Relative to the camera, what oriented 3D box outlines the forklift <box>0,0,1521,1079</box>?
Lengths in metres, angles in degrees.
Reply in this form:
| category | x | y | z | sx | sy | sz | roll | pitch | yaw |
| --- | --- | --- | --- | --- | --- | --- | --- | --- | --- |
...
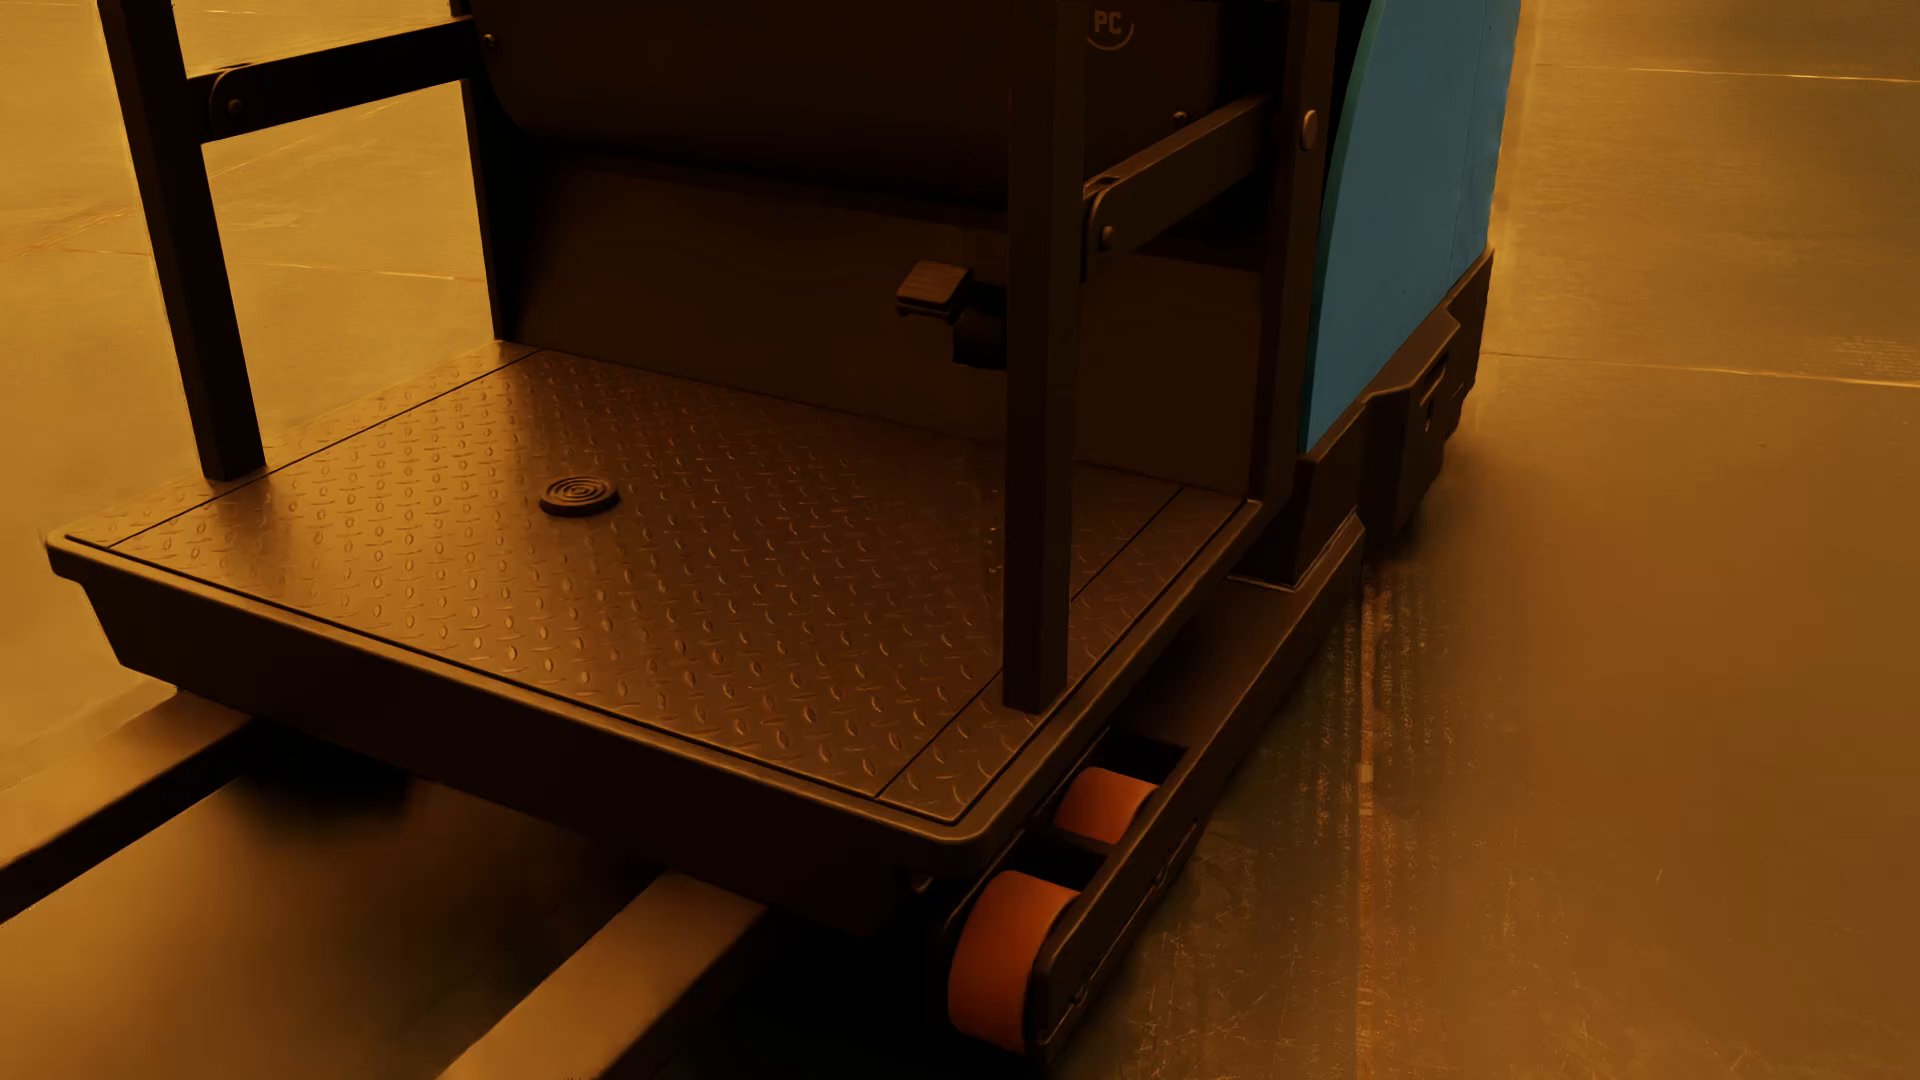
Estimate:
| category | x | y | z | sx | sy | sz | roll | pitch | yaw |
| --- | --- | --- | --- | --- | --- | --- | --- | --- | --- |
| forklift | -0.247 | -1.063 | 1.352 | 1.130 | 2.935 | 3.031 | 14 | 30 | 25 |
